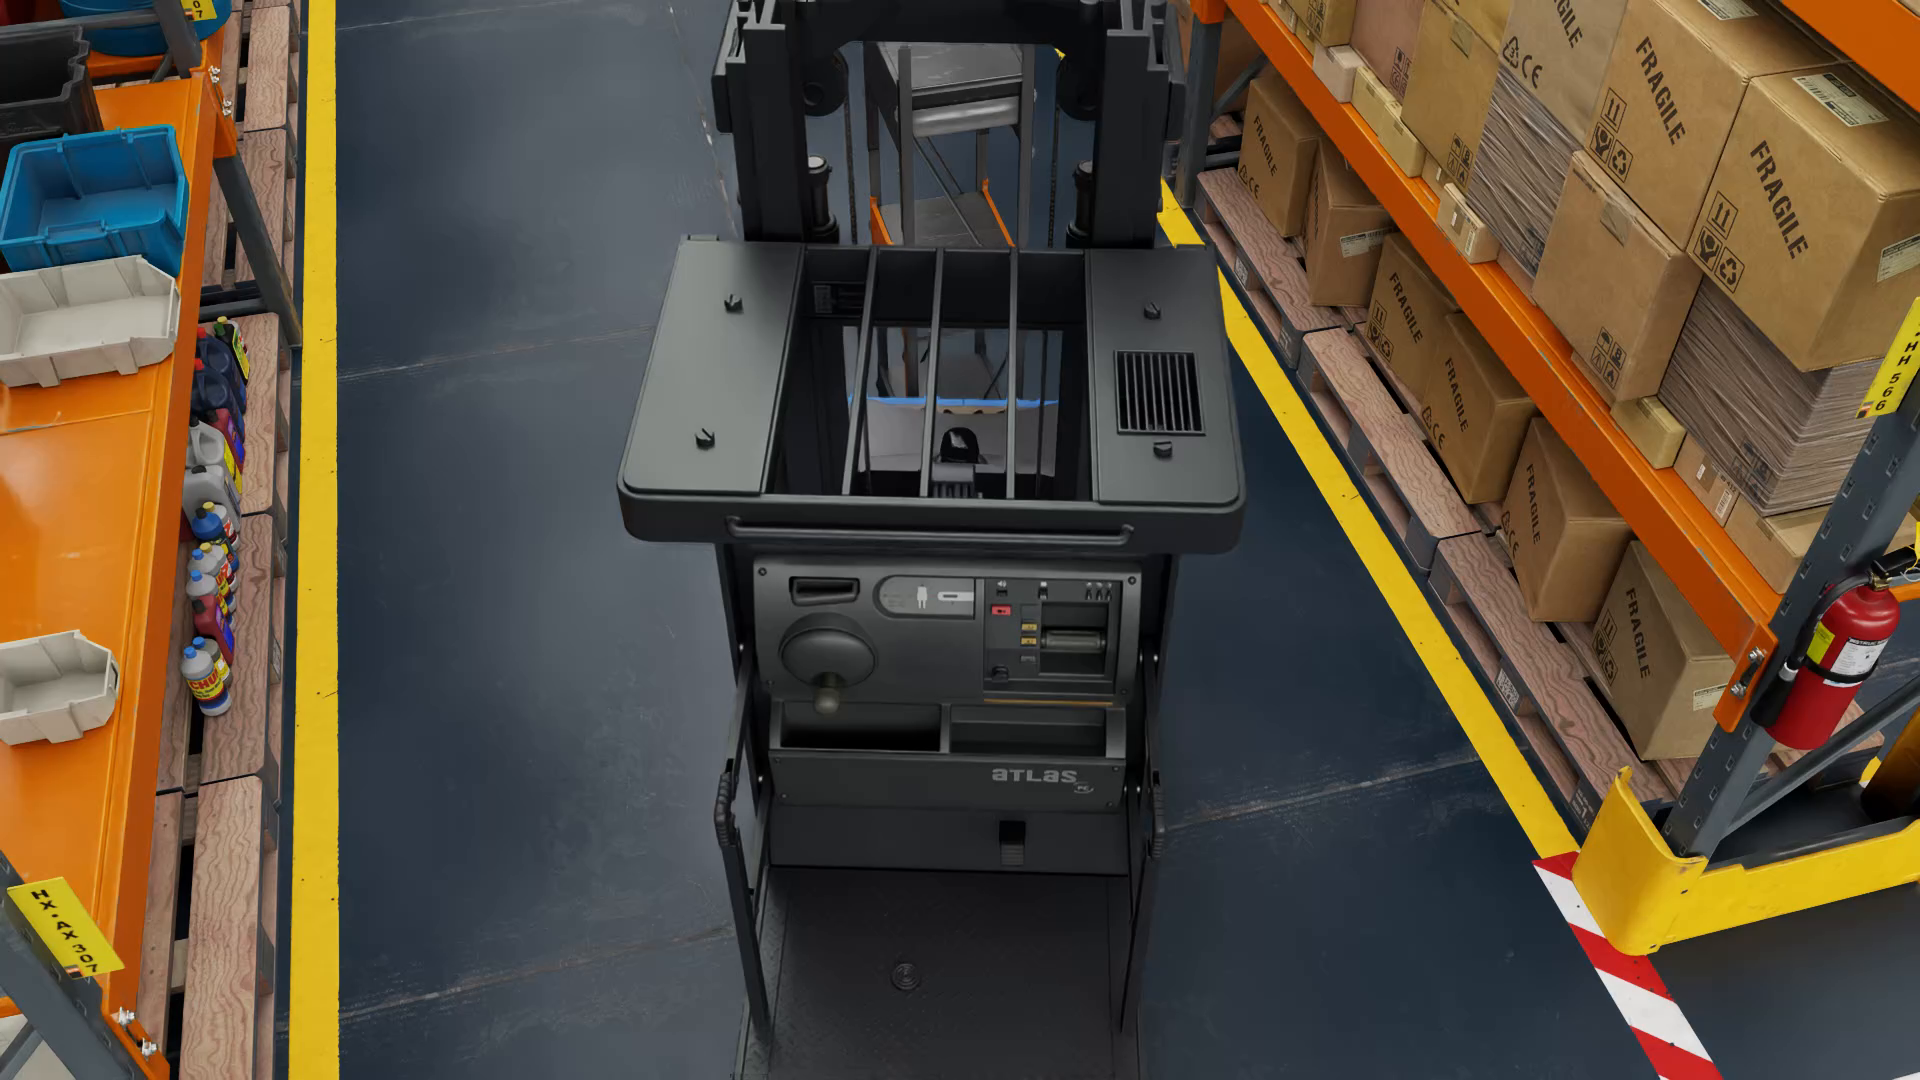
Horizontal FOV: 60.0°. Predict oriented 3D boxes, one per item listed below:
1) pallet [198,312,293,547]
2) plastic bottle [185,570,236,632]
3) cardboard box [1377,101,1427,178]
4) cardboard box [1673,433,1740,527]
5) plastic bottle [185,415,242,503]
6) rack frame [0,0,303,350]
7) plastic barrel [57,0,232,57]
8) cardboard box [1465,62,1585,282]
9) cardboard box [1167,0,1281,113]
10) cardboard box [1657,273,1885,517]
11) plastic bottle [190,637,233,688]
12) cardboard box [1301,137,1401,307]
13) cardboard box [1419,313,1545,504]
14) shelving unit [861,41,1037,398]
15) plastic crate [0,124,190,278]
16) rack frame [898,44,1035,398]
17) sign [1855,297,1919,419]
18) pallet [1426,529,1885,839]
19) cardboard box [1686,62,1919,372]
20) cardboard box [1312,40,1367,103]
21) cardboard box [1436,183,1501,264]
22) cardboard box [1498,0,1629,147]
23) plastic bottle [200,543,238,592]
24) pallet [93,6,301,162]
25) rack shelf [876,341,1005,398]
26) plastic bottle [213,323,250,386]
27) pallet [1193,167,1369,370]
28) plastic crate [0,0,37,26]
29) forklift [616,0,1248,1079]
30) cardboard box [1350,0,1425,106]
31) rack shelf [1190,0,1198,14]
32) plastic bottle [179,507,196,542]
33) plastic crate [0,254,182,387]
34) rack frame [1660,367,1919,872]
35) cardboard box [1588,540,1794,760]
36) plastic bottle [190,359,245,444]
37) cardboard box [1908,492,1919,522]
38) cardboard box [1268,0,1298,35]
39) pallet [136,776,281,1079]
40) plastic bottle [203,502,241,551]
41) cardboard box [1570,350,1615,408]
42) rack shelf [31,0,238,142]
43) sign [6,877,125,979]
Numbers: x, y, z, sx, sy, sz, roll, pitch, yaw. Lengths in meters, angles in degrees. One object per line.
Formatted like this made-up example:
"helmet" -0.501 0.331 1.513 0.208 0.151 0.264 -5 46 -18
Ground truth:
"pallet" -3.151 -0.366 6.461 1.003 0.211 1.213 -11 47 -10
"plastic bottle" -2.510 0.204 5.552 0.097 0.271 0.097 0 46 0
"cardboard box" 1.666 -1.394 5.692 0.380 0.149 0.250 -11 47 -10
"cardboard box" 2.193 -0.201 4.523 0.380 0.149 0.250 -11 47 -10
"plastic bottle" -2.708 -0.292 5.983 0.144 0.351 0.185 -11 47 -11
"rack frame" -3.283 -1.813 5.927 1.000 3.000 0.127 -11 47 -10
"plastic barrel" -3.089 -2.311 6.063 0.600 0.901 0.708 -11 47 -10
"cardboard box" 2.085 -1.157 5.006 0.875 0.500 0.500 -11 47 -10
"cardboard box" 1.369 -2.426 7.969 0.700 0.500 0.500 -14 47 -13
"cardboard box" 2.415 -0.481 4.343 0.875 0.500 0.500 -11 47 -10
"plastic bottle" -2.448 0.394 5.415 0.097 0.201 0.097 0 46 0
"cardboard box" 1.723 -1.313 6.893 0.500 0.500 0.500 3 46 2
"cardboard box" 2.057 -0.505 6.101 0.500 0.500 0.500 -7 46 -7
"shelving unit" -0.042 -0.849 5.612 0.431 2.100 0.503 -11 47 -10
"plastic crate" -2.737 -1.047 5.280 0.499 0.251 0.616 -11 47 -10
"rack frame" 0.020 -0.681 5.447 0.400 2.100 0.015 -11 47 -10
"sign" 1.987 -0.385 3.495 0.100 0.325 0.005 -11 47 -10
"pallet" 2.336 0.399 5.711 1.003 0.211 1.213 -11 47 -10
"cardboard box" 2.149 -0.781 3.936 0.500 0.500 0.500 -11 47 -10
"cardboard box" 1.509 -1.734 6.025 0.380 0.149 0.250 -11 47 -10
"cardboard box" 1.771 -1.045 5.349 0.380 0.149 0.250 -11 47 -10
"cardboard box" 1.890 -1.470 4.613 0.500 0.500 0.500 -11 47 -10
"plastic bottle" -2.561 0.091 5.712 0.097 0.201 0.097 0 46 0
"pallet" -3.837 -2.216 8.274 1.003 0.211 1.213 -11 47 -10
"rack shelf" -0.042 -0.350 6.122 0.431 0.518 0.480 -11 47 -10
"plastic bottle" -2.841 -0.744 6.473 0.061 0.283 0.133 -9 46 -8
"pallet" 1.711 -1.285 7.362 1.003 0.211 1.213 -11 47 -10
"plastic crate" -3.703 -2.114 6.177 0.402 0.464 0.583 -11 47 -10
"forklift" -0.037 0.329 3.876 1.130 2.935 3.031 1 46 1
"cardboard box" 1.880 -1.857 5.692 0.875 0.500 0.500 -11 47 -10
"rack shelf" 0.993 -3.848 8.424 1.077 0.370 4.000 -11 47 -10
"plastic bottle" -2.773 -0.136 5.877 0.061 0.283 0.133 -11 47 -10
"plastic crate" -2.622 -0.646 4.968 0.530 0.136 0.437 -11 47 -10
"rack frame" 2.529 0.043 4.108 1.000 3.000 0.127 -11 47 -10
"cardboard box" 2.385 0.337 5.276 0.500 0.500 0.500 -3 46 -3
"plastic bottle" -2.790 -0.515 6.202 0.144 0.351 0.185 -13 47 -12
"cardboard box" 2.686 -0.109 4.433 0.380 0.149 0.250 -11 47 -10
"cardboard box" 1.411 -2.085 6.369 0.380 0.149 0.250 -11 47 -10
"pallet" -2.527 1.319 4.810 1.003 0.211 1.213 -11 47 -10
"plastic bottle" -2.613 -0.051 5.851 0.097 0.201 0.097 0 46 0
"cardboard box" 2.030 -0.539 4.854 0.380 0.149 0.250 -11 47 -10
"rack shelf" -3.795 -2.942 7.537 1.077 0.370 4.000 -11 47 -10
"sign" -1.726 0.754 3.217 0.100 0.325 0.005 -11 47 -10
